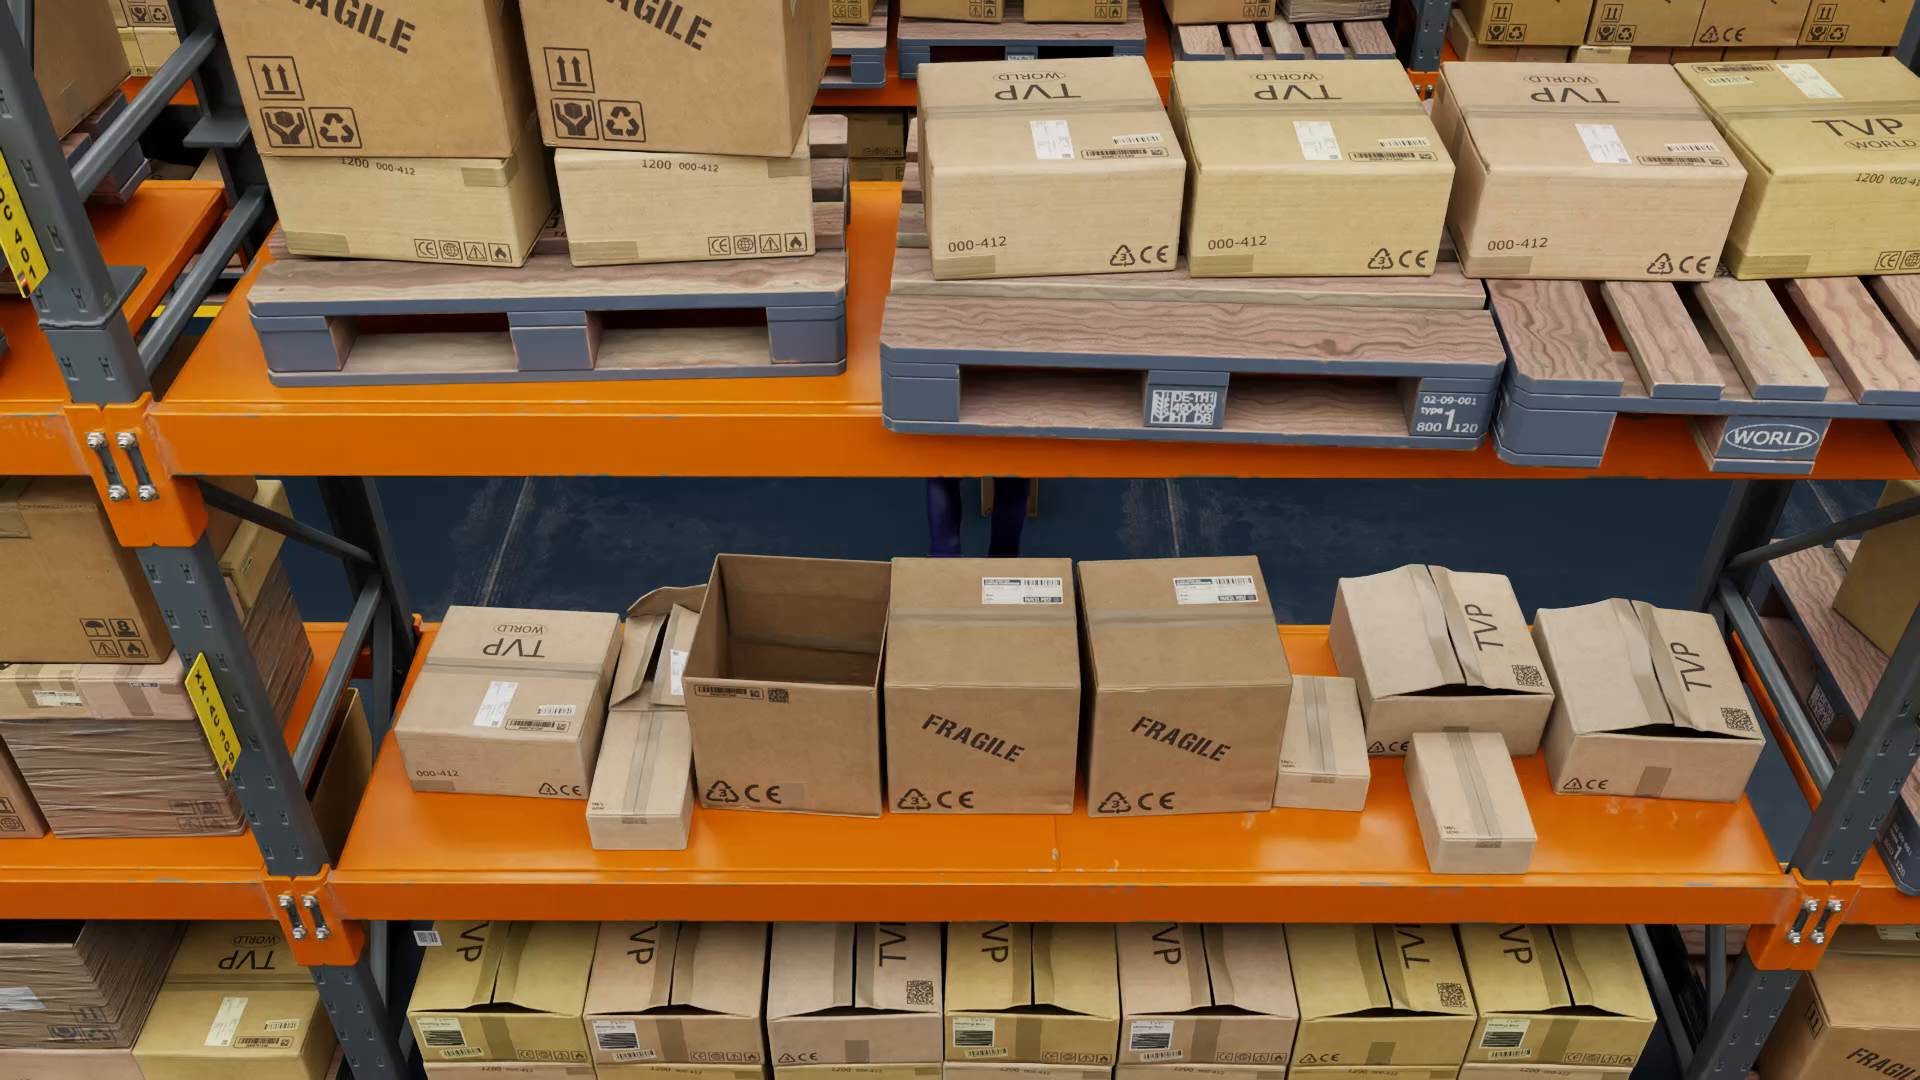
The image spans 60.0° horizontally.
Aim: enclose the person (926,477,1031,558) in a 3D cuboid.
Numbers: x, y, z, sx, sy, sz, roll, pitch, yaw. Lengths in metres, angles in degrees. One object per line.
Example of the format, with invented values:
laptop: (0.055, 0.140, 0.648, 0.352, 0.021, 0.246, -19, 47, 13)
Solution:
person: (0.105, -0.430, 6.674, 0.569, 1.650, 0.472, 1, 40, 1)
